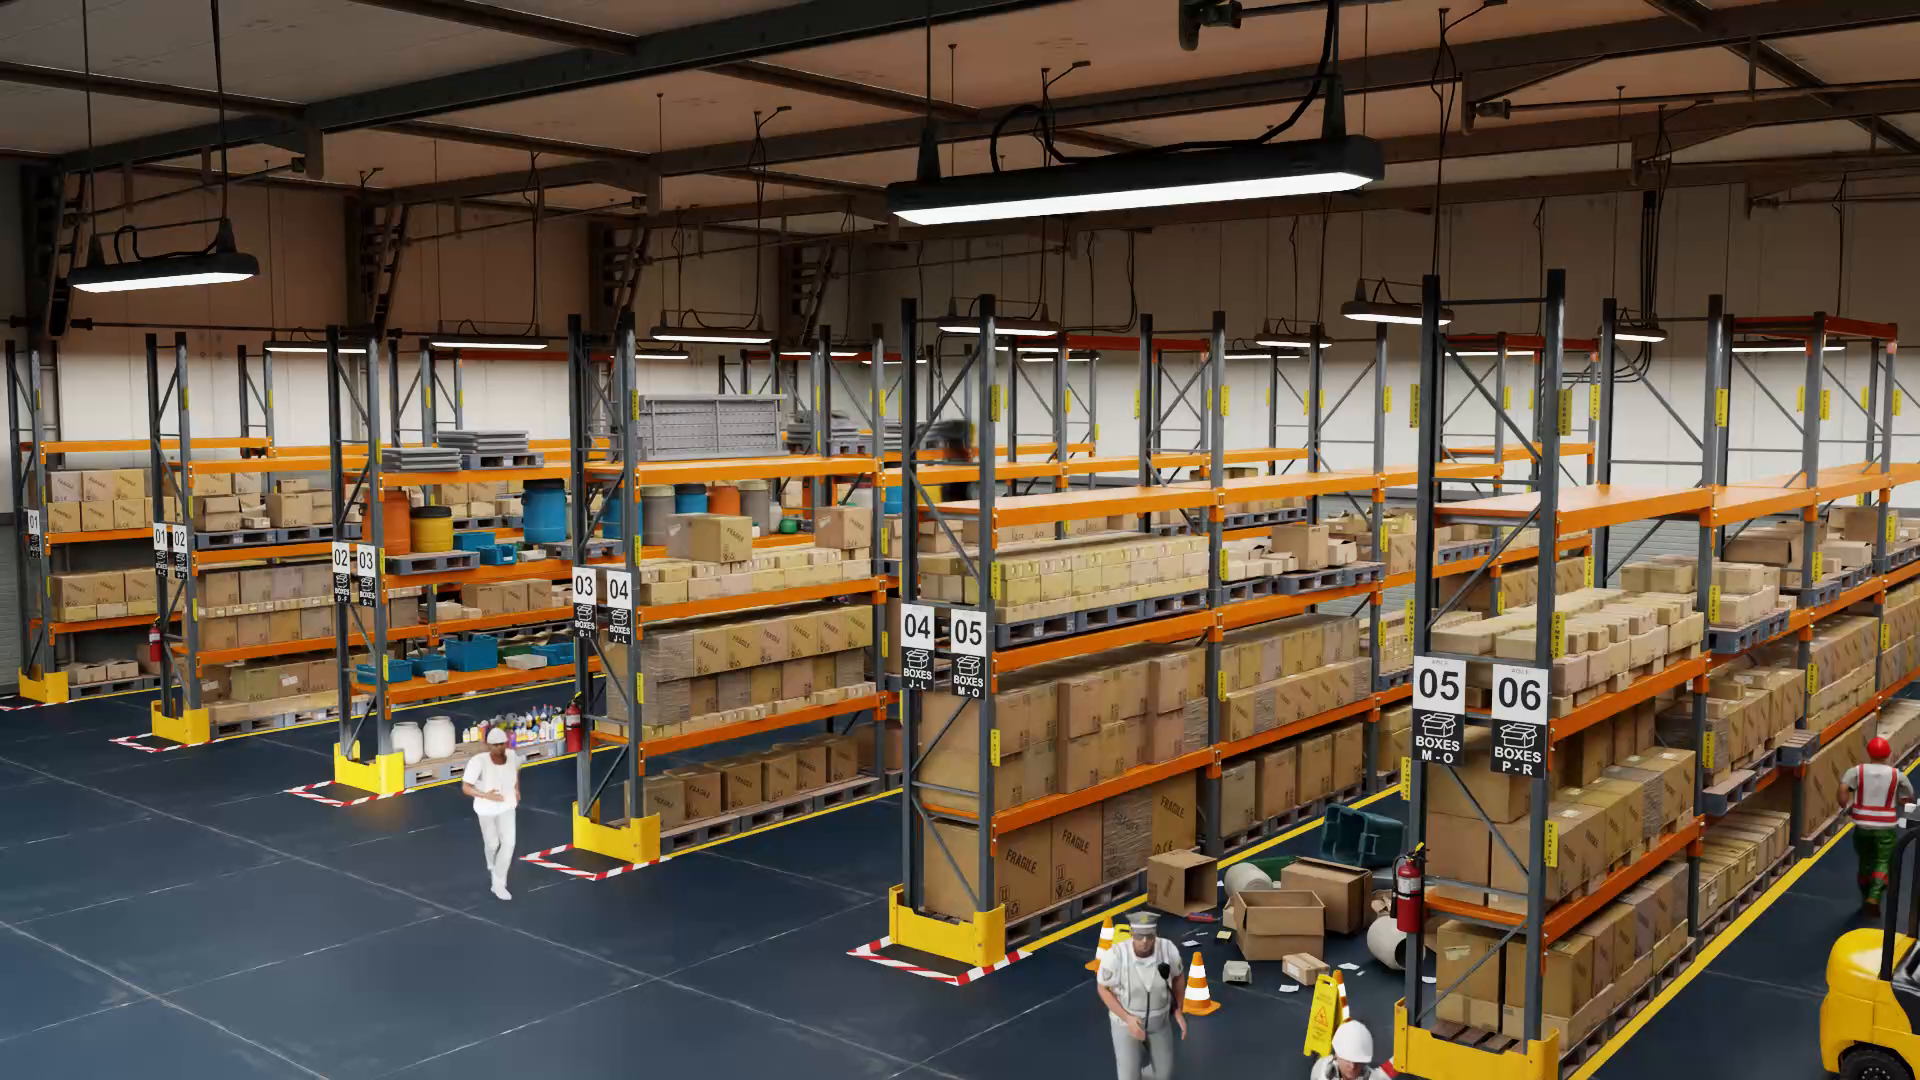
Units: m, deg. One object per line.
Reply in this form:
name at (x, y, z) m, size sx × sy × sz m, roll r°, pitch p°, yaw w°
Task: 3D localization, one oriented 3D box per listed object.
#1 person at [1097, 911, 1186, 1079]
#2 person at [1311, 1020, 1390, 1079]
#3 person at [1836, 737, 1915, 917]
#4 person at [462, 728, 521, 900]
person at (1.240, 3.302, 11.539) m, size 0.636 × 1.656 × 0.780 m, roll -1°, pitch 5°, yaw -8°
person at (2.173, 3.475, 9.260) m, size 0.659 × 1.726 × 0.651 m, roll 3°, pitch 6°, yaw 32°
person at (8.947, 2.792, 16.260) m, size 0.655 × 1.765 × 1.000 m, roll 4°, pitch 6°, yaw 37°
person at (-4.810, 2.753, 17.069) m, size 0.655 × 1.724 × 0.858 m, roll -3°, pitch 6°, yaw -28°
